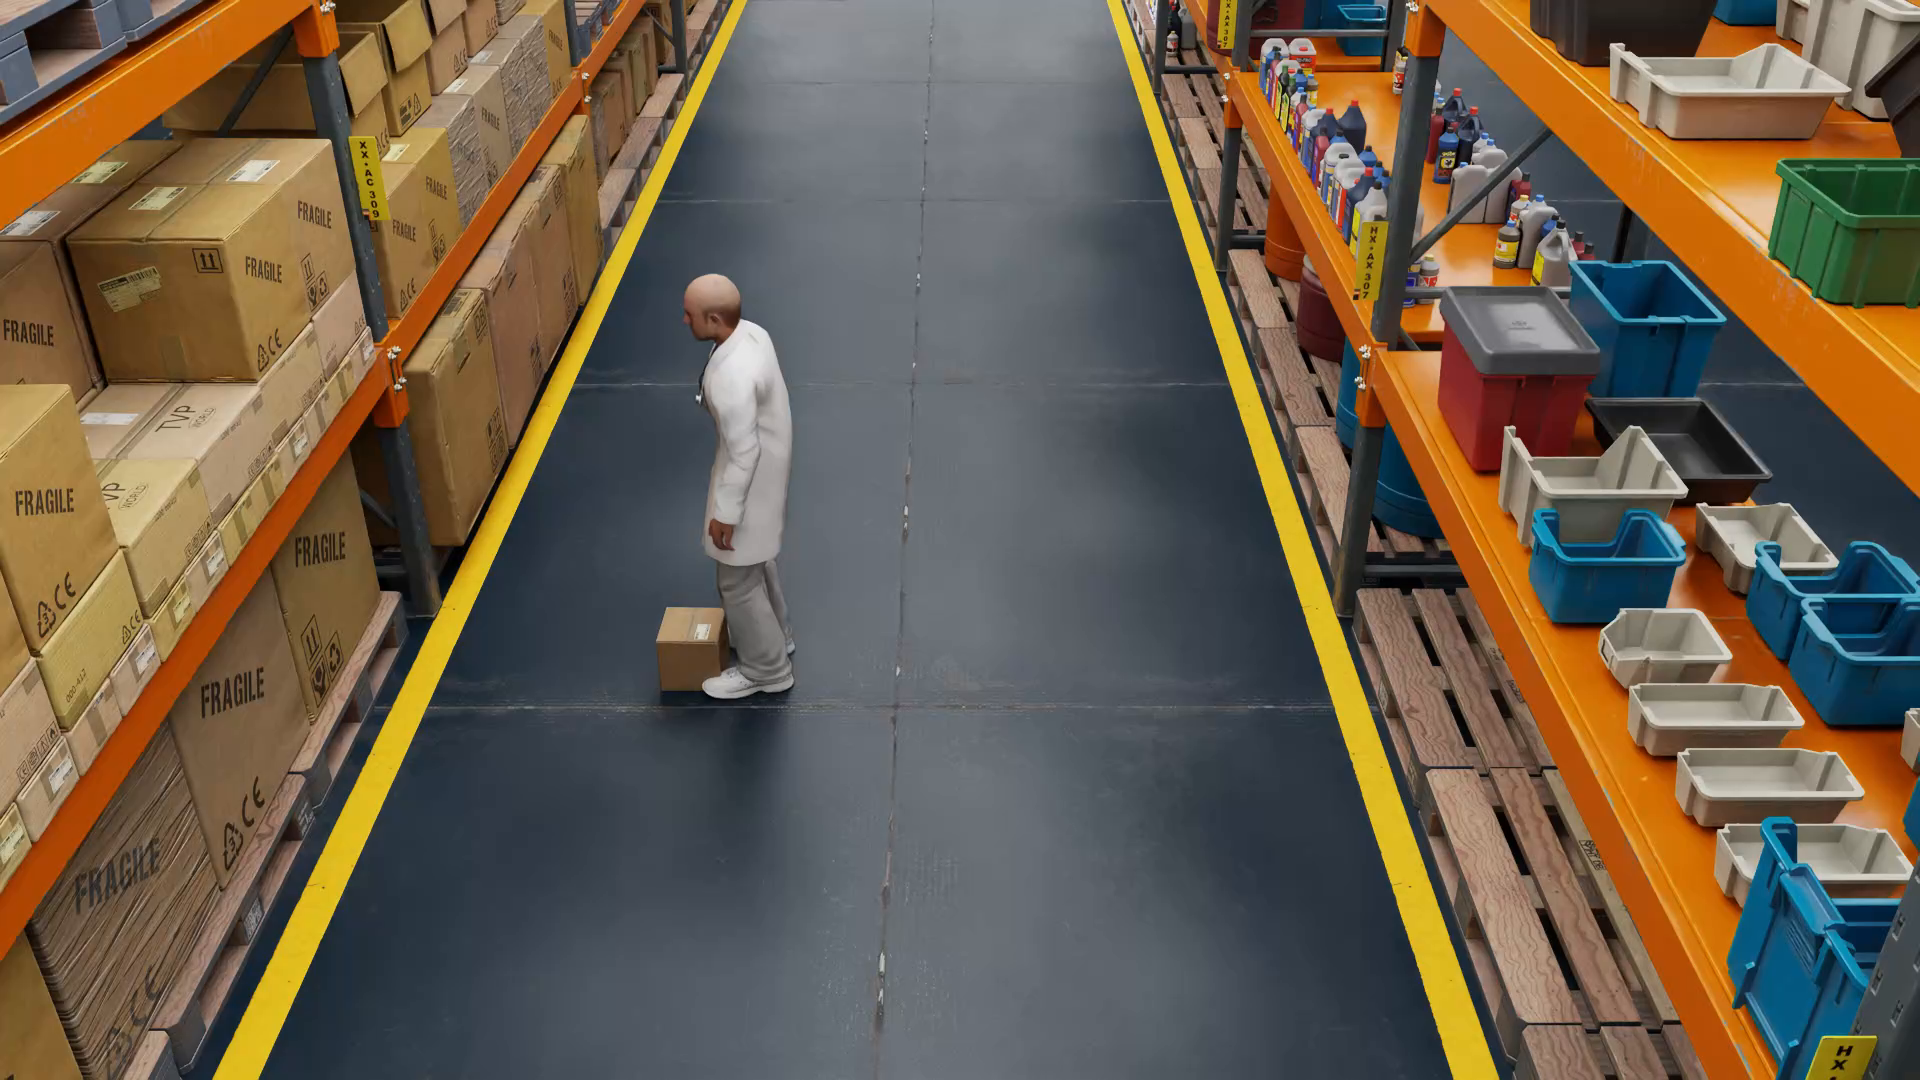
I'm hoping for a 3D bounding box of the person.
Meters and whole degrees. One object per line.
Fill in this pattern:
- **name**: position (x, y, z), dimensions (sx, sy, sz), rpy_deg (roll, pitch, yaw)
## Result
- **person**: position (-0.855, -0.207, 6.491), dimensions (0.423, 1.774, 0.643), rpy_deg (0, 31, 0)
